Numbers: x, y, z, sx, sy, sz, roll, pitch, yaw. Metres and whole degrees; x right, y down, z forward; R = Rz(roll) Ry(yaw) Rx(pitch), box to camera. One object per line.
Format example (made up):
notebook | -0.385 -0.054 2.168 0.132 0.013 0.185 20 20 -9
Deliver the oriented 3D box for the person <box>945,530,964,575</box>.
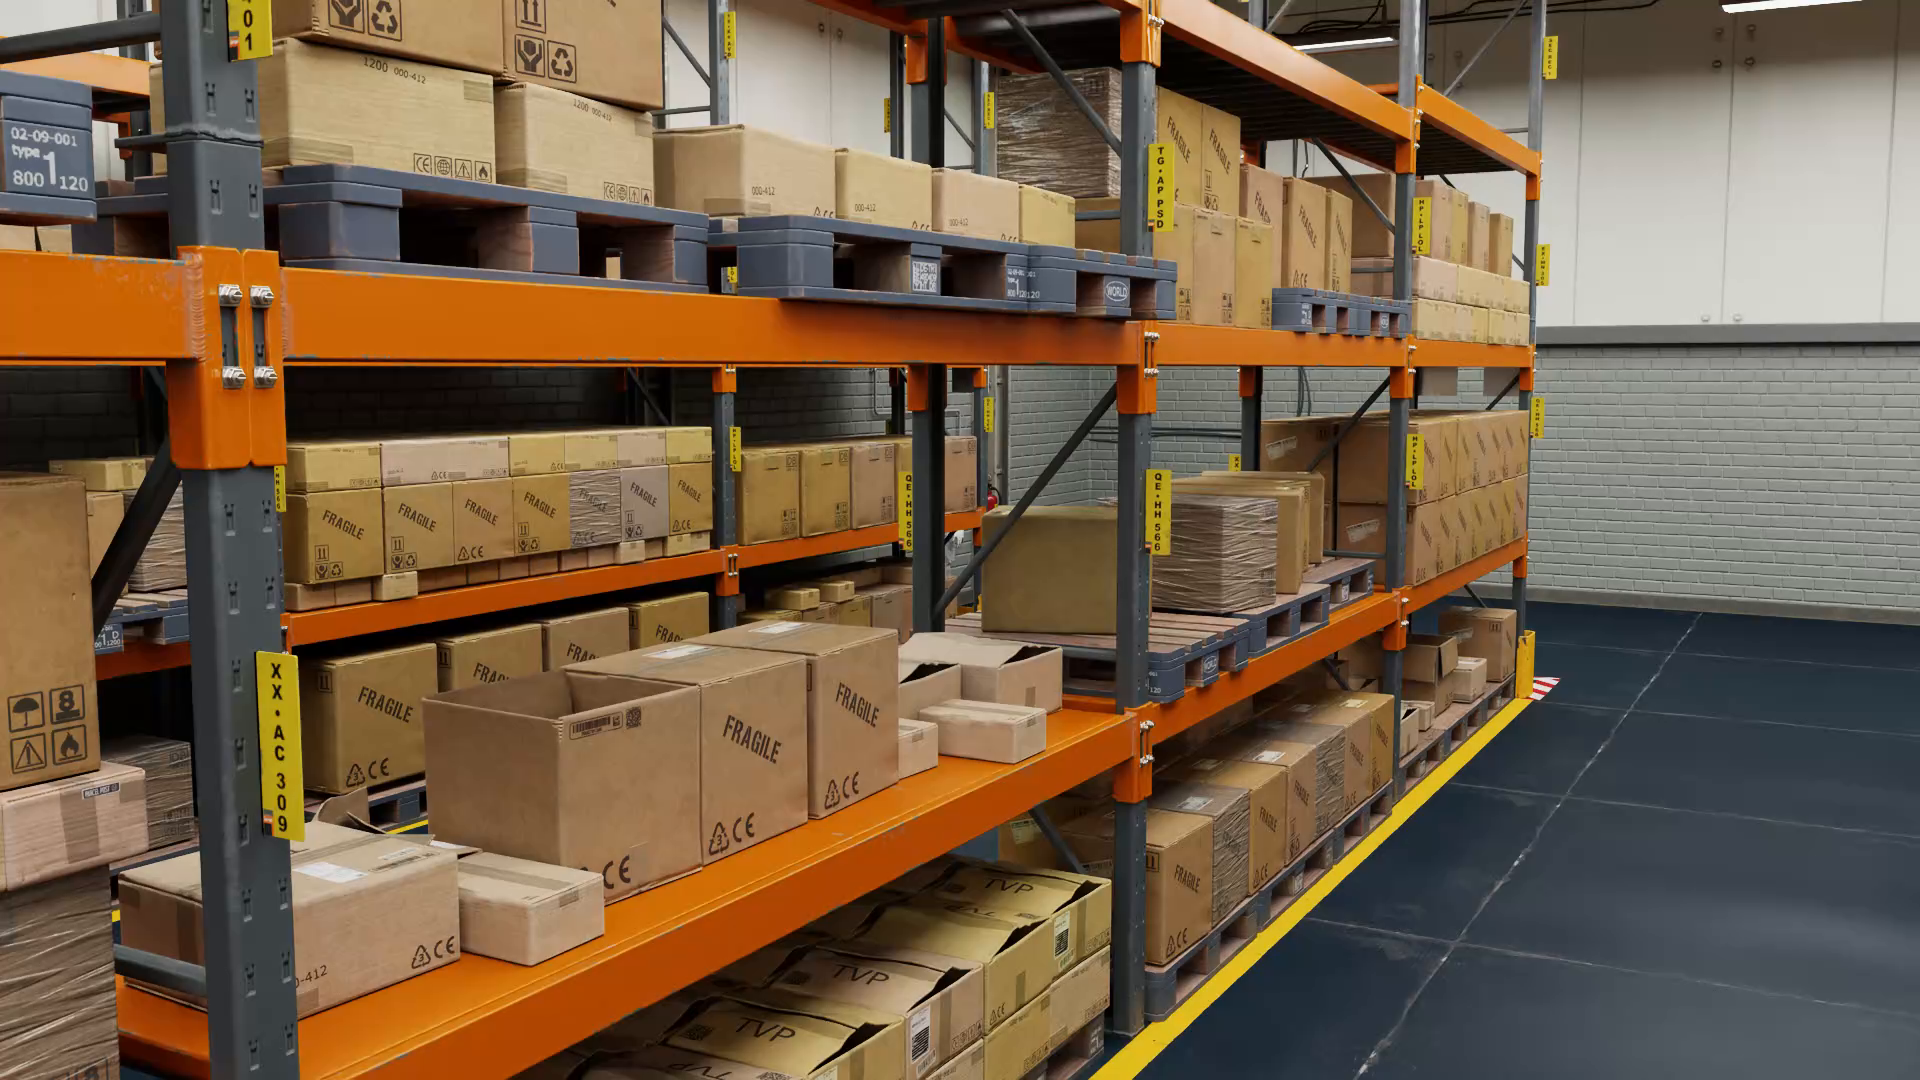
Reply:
person | -0.266 -0.087 17.720 0.637 1.787 0.564 3 7 29
